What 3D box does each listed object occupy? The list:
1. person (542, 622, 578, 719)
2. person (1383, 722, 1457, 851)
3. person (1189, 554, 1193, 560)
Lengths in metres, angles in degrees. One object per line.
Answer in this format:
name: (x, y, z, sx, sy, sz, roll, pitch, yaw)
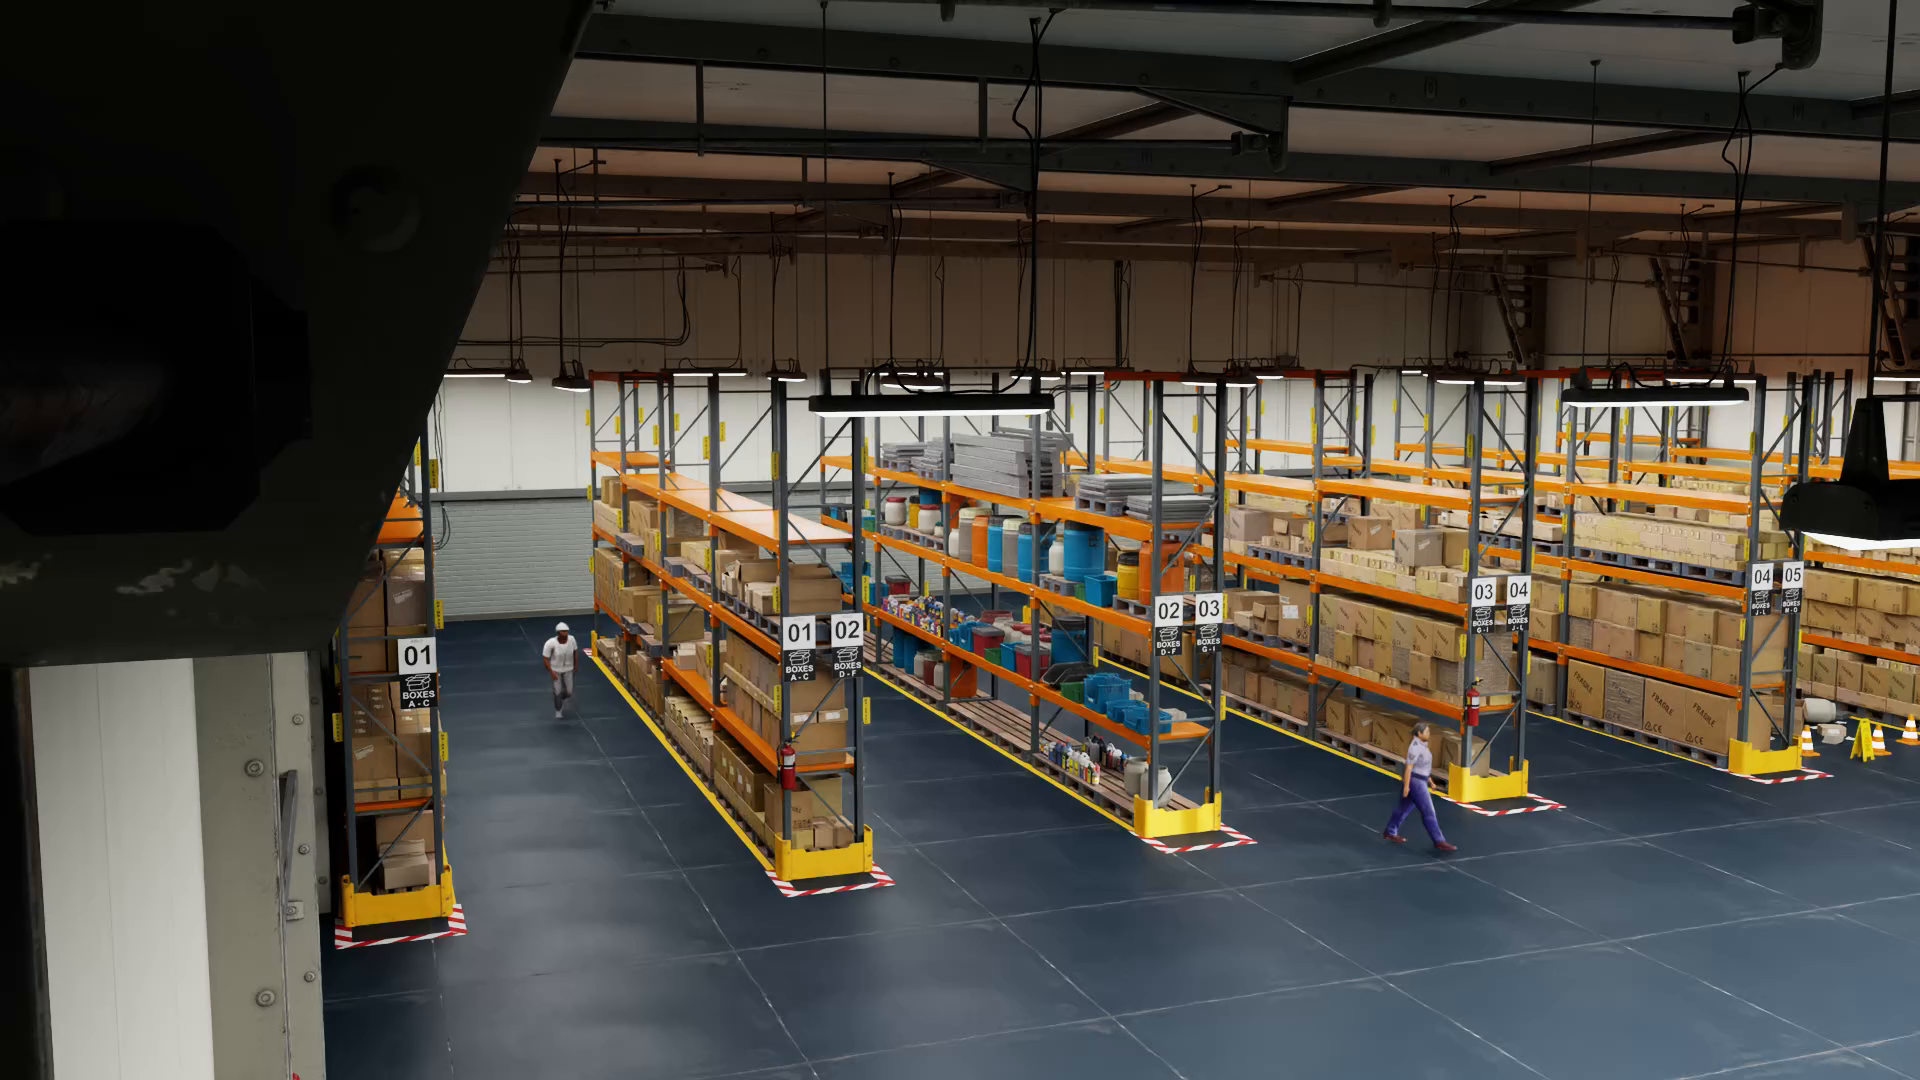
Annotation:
person: (-6.974, 2.260, 29.009, 0.648, 1.704, 0.625, -3, 7, -26)
person: (5.928, 3.133, 21.359, 0.925, 1.599, 0.560, 2, 7, 16)
person: (5.428, 1.154, 38.829, 0.613, 1.662, 1.063, -2, 7, -17)
